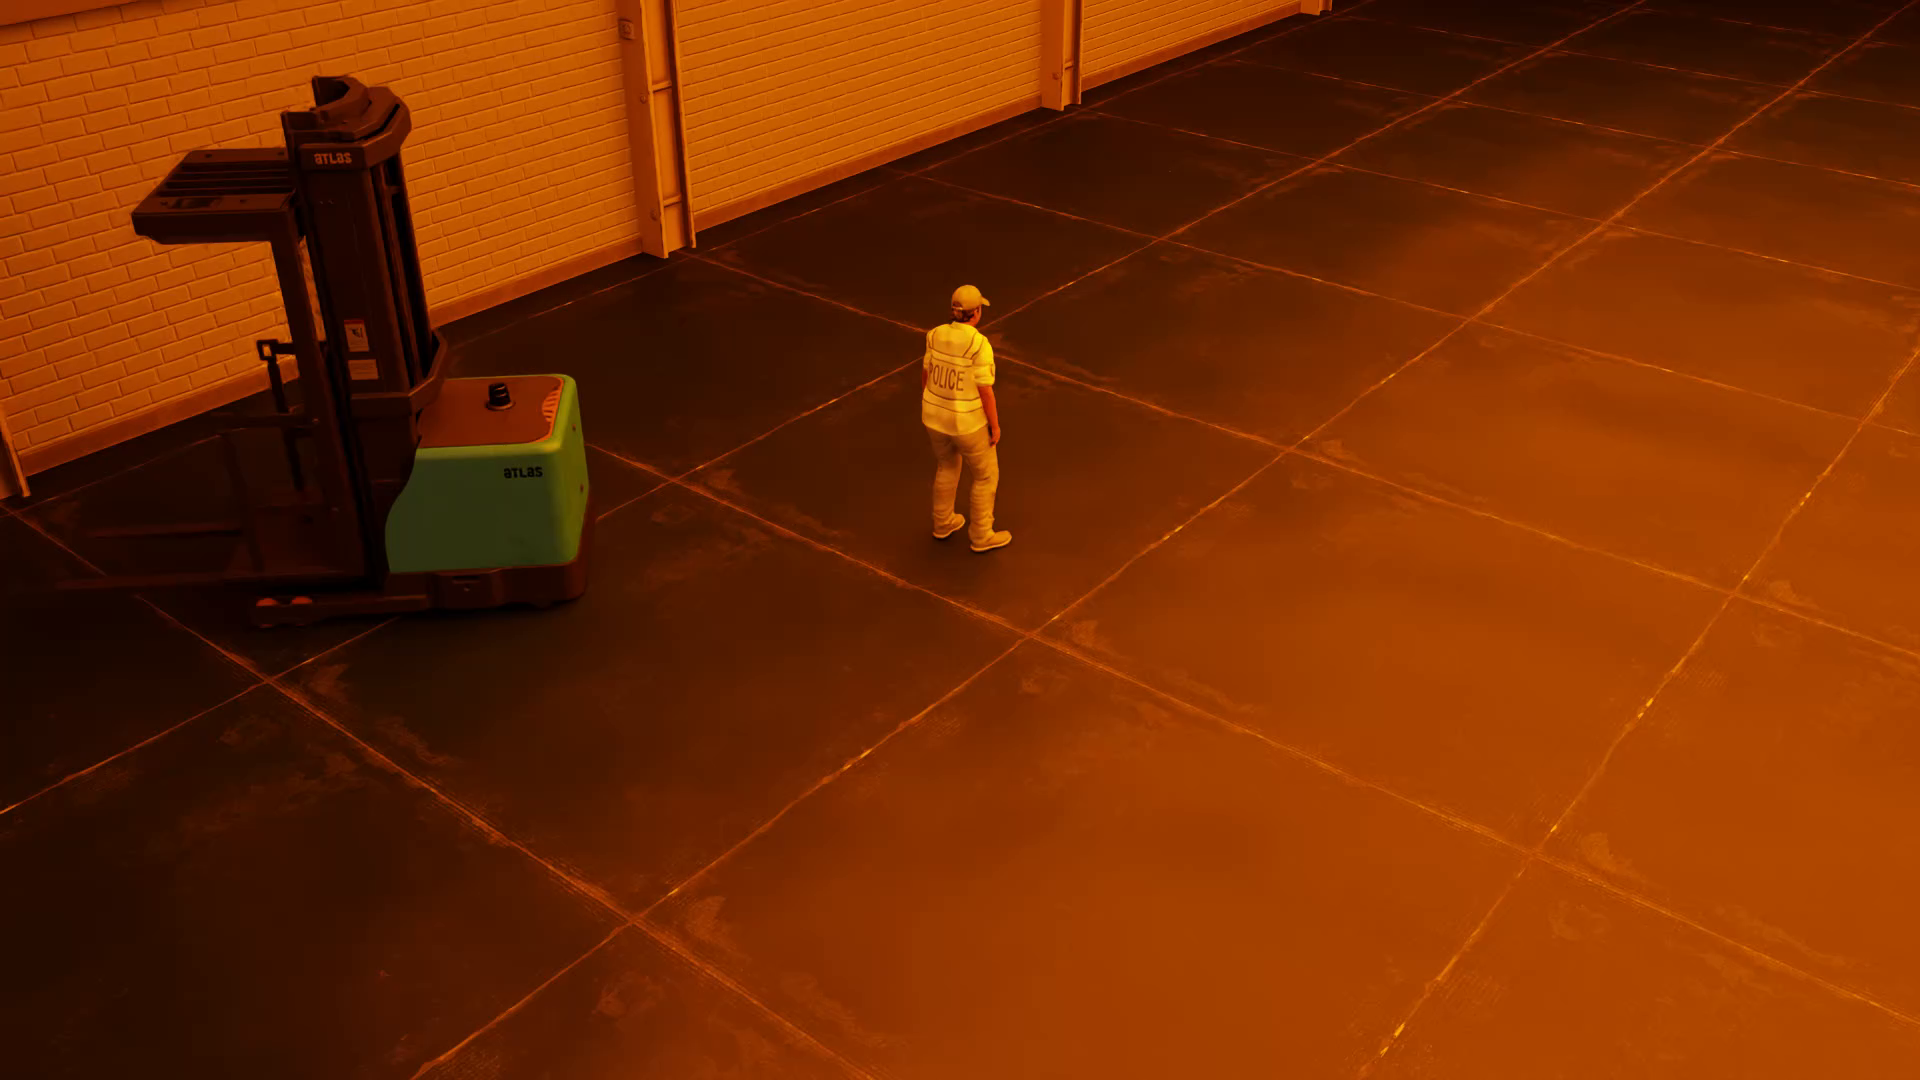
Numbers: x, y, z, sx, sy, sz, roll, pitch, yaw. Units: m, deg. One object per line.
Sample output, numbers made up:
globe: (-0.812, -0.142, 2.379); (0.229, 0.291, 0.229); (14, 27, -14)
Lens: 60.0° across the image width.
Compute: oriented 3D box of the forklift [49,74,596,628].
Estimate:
forklift: (-3.779, -1.039, 9.373); (3.031, 2.935, 1.130); (-3, 30, -5)

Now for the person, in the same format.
person: (0.030, -0.735, 10.110); (0.546, 1.666, 0.466); (21, 36, 31)
